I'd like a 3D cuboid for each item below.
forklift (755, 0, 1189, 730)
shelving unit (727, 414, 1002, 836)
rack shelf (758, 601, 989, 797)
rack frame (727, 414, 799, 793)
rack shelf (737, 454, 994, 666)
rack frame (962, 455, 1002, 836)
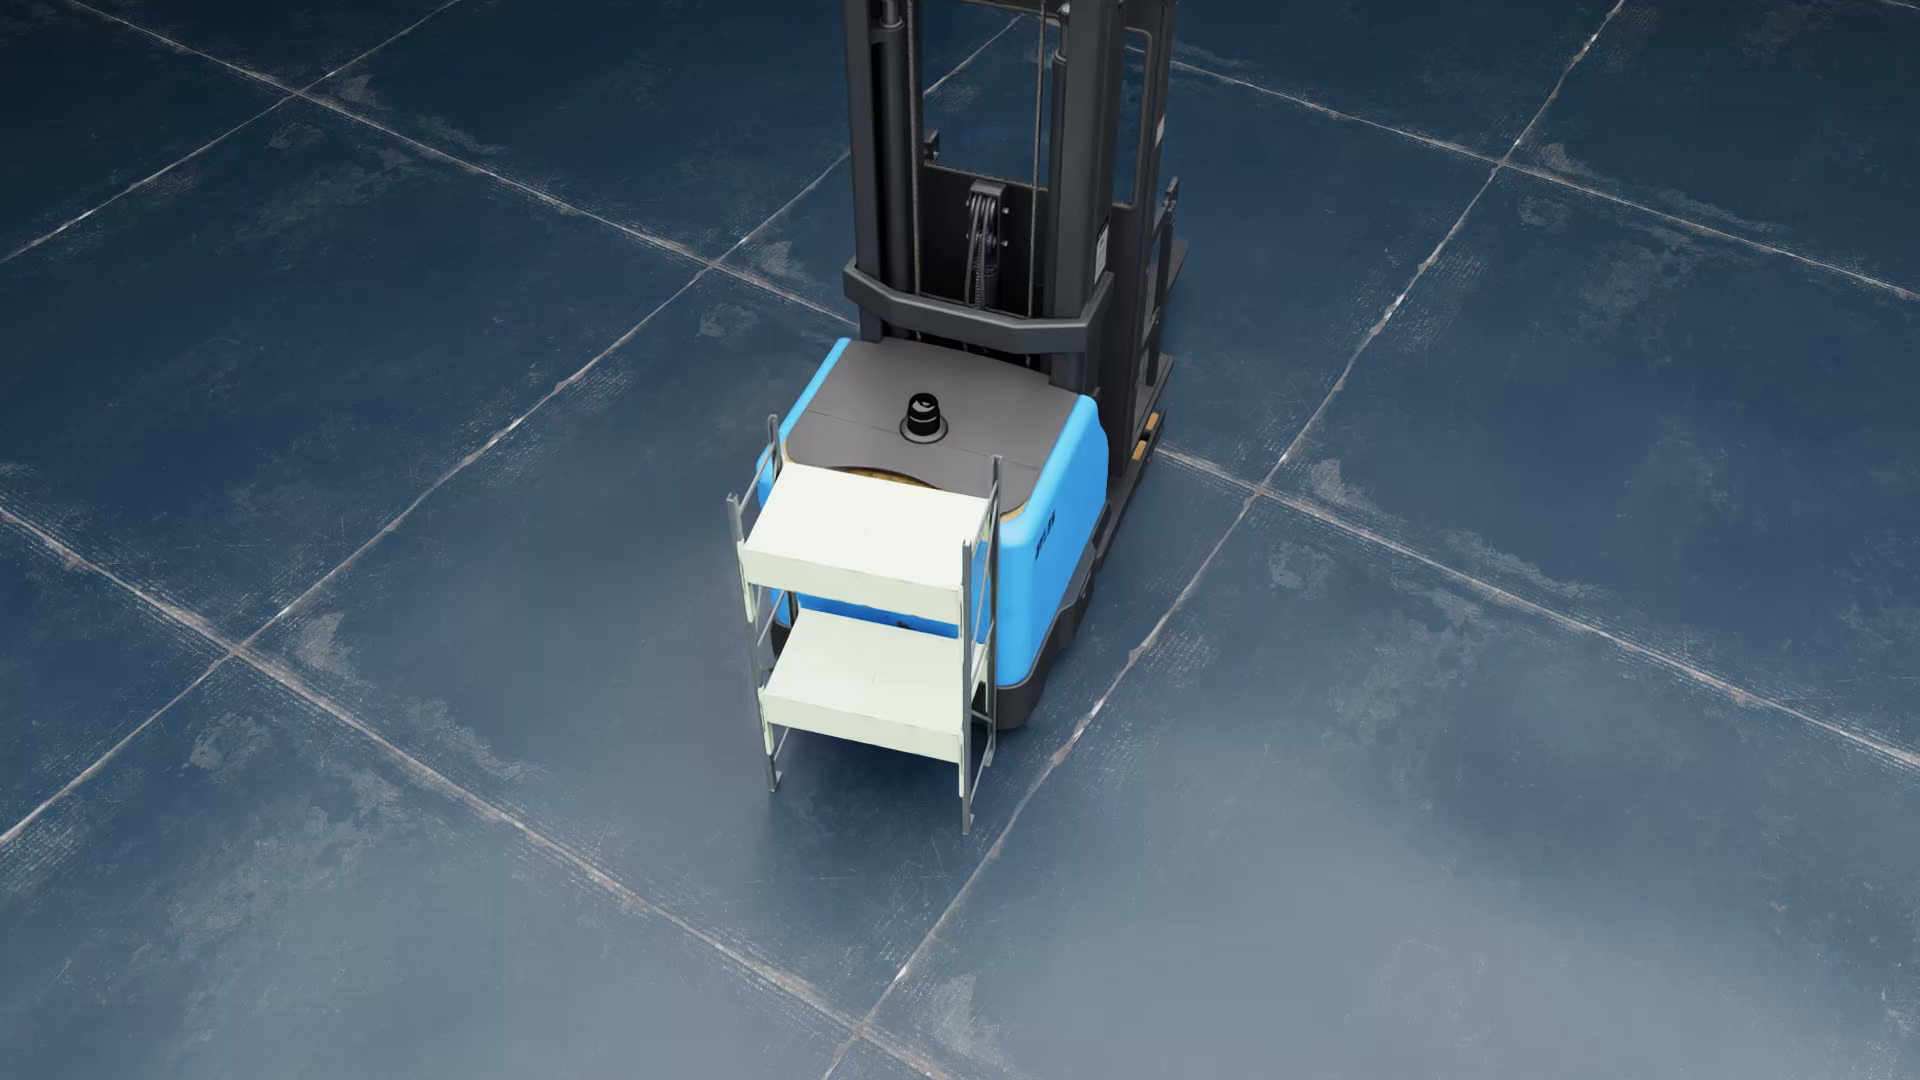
[{"bbox_3d":[0.265,-1.392,6.281,1.130,2.935,3.031,15,48,14],"label":"forklift"},{"bbox_3d":[-0.285,0.330,5.603,0.755,1.500,0.431,11,47,10],"label":"shelving unit"},{"bbox_3d":[-0.284,0.555,5.839,0.720,0.370,0.431,11,47,10],"label":"rack shelf"},{"bbox_3d":[-0.639,0.262,5.669,0.023,1.500,0.400,11,47,10],"label":"rack frame"},{"bbox_3d":[-0.286,0.060,5.322,0.720,0.370,0.431,11,47,10],"label":"rack shelf"},{"bbox_3d":[0.069,0.398,5.538,0.023,1.500,0.400,11,47,10],"label":"rack frame"}]
